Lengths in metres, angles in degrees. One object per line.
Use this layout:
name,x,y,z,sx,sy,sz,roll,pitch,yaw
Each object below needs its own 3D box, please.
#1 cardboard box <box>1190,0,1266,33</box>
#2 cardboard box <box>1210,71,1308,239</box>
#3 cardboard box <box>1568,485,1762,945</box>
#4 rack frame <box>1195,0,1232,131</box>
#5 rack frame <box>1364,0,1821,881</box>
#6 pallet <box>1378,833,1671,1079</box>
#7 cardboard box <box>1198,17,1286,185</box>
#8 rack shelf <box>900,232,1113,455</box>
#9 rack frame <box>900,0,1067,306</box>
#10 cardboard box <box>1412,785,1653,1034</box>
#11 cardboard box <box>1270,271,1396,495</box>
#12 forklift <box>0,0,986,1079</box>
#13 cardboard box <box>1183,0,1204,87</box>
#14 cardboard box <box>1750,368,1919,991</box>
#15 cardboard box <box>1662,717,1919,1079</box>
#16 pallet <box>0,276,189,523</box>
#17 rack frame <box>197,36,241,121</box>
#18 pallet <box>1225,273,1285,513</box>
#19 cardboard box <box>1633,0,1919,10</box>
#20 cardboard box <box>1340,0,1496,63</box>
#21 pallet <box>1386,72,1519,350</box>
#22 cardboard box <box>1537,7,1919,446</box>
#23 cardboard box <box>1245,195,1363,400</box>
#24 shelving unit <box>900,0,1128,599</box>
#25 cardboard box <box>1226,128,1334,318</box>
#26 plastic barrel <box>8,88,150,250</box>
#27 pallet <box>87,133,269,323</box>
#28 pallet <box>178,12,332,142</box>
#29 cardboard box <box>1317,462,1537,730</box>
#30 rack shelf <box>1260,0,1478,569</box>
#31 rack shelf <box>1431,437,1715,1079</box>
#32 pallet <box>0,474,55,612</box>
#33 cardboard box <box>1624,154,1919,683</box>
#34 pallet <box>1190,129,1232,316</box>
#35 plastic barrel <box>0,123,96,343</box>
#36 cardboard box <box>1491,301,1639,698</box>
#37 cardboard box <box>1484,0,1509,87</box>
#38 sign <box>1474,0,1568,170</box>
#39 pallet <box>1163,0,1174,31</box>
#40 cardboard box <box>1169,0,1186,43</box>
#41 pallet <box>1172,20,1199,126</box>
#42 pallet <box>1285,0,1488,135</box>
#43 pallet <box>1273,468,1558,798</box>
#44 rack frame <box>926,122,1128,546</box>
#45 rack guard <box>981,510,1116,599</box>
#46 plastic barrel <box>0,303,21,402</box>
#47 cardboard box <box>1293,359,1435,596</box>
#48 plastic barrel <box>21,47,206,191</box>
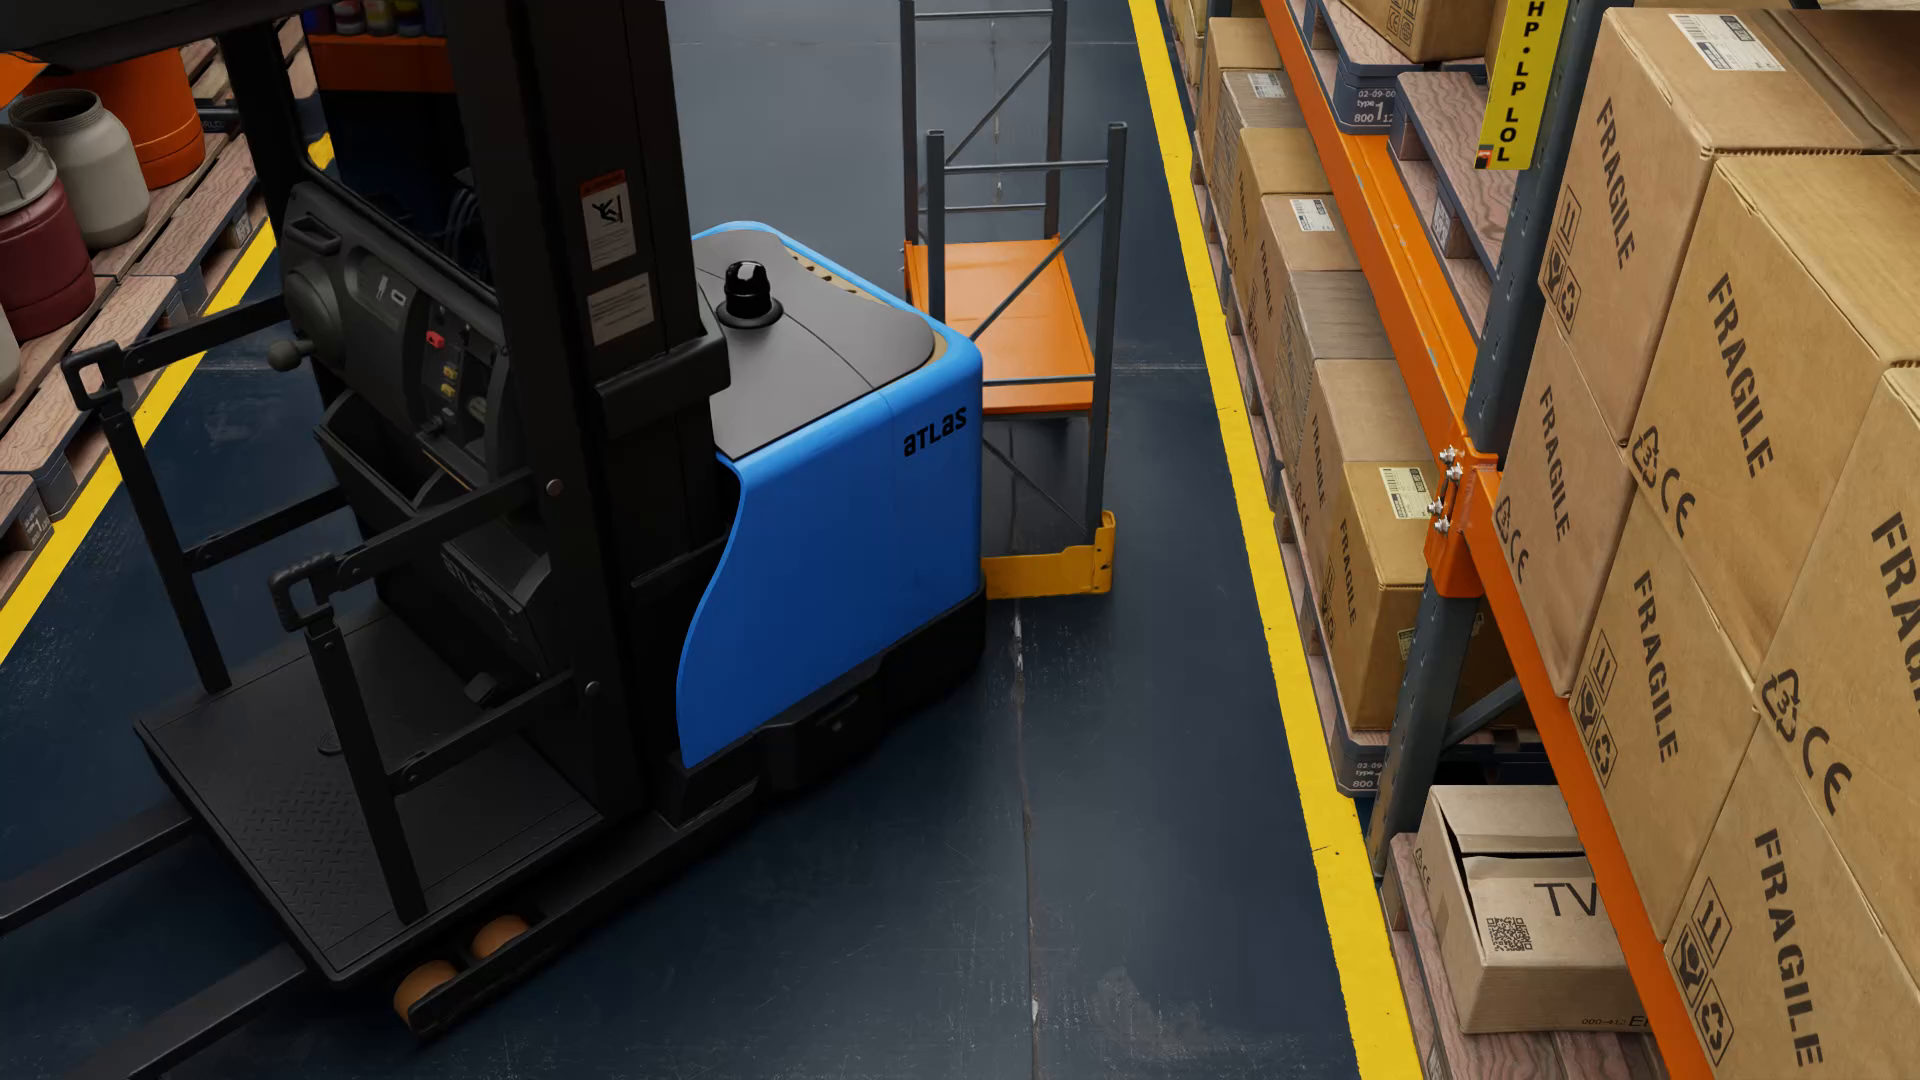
cardboard box,1.289,-2.492,7.376,0.500,0.311,0.500,1,39,1
cardboard box,1.257,-1.439,6.294,0.500,0.500,0.500,-1,39,-2
cardboard box,1.273,0.246,2.464,0.500,0.500,0.500,1,39,1
rack frame,1.536,-2.855,6.414,1.000,3.000,0.127,0,39,0
rack frame,1.541,-0.354,3.293,1.000,3.000,0.127,0,39,0
pallet,1.541,1.164,3.629,1.003,0.211,1.213,0,39,0
cardboard box,1.251,-1.767,6.703,0.500,0.500,0.500,2,39,2
rack shelf,0.118,-0.611,5.101,0.538,0.185,1.000,-3,39,-4
rack frame,0.070,-1.068,5.384,0.500,1.500,0.032,-3,39,-4
cardboard box,1.325,0.786,3.668,0.500,0.311,0.500,0,39,0
cardboard box,1.261,-0.481,5.099,0.500,0.500,0.500,0,39,1
forklift,-1.345,-0.378,3.378,3.031,2.935,1.130,-30,48,-32
cardboard box,1.292,-2.275,7.553,0.500,0.250,0.500,1,39,1
cardboard box,1.261,0.156,1.777,0.500,0.500,0.500,-1,39,-1
cardboard box,1.271,0.559,2.074,0.500,0.500,0.500,0,39,0
pallet,-3.376,-0.512,5.720,1.003,0.211,1.213,0,39,0
rack frame,-3.417,-2.854,6.413,1.000,3.000,0.127,0,39,0
pallet,1.498,-0.539,5.754,1.003,0.211,1.213,0,39,0
cardboard box,1.764,-0.853,3.500,0.700,0.500,0.500,-13,40,-15
cardboard box,1.477,-1.661,4.509,0.700,0.500,0.500,-9,40,-11
pallet,1.649,-0.779,3.976,1.003,0.211,1.213,0,39,0
cardboard box,1.260,-0.488,2.581,0.500,0.500,0.500,1,39,1
cardboard box,1.258,-0.799,5.496,0.500,0.500,0.500,-1,39,-2
shelving unit,0.119,-0.746,4.982,0.587,1.500,1.083,-3,39,-4
cardboard box,1.253,-1.125,5.903,0.500,0.500,0.500,-1,39,-1
plastic barrel,-3.310,-1.388,6.237,0.421,0.512,0.421,0,39,0
pallet,-3.375,-1.273,6.669,1.003,0.211,1.213,0,39,0
pallet,-3.379,-2.250,7.889,1.003,0.211,1.213,0,39,0
cardboard box,1.254,0.142,4.322,0.500,0.500,0.500,0,39,0
rack shelf,1.538,-1.324,5.078,1.077,0.370,4.000,0,39,0
rack shelf,1.543,1.178,1.957,1.077,0.370,4.000,0,39,0
pallet,-3.372,0.253,4.765,1.003,0.211,1.213,0,39,0
cardboard box,1.261,-0.165,2.178,0.500,0.500,0.500,-1,39,-1
pallet,1.499,-1.300,6.703,1.003,0.211,1.213,0,39,0
plastic barrel,-3.398,-1.065,5.772,0.600,0.588,0.708,0,39,0
cardboard box,1.269,-0.074,2.863,0.500,0.500,0.500,1,39,1
cardboard box,1.700,-1.283,4.037,0.700,0.500,0.500,6,39,7
sign,0.986,-0.803,2.927,0.100,0.325,0.005,0,39,0
pallet,1.576,-3.043,8.878,1.003,0.211,1.213,0,39,0
cardboard box,1.287,-2.597,7.955,0.500,0.250,0.500,0,39,-1
pallet,1.574,-2.282,7.929,1.003,0.211,1.213,0,39,0
pallet,1.543,-1.564,4.957,1.003,0.211,1.213,0,39,0
pallet,1.502,0.226,4.799,1.003,0.211,1.213,0,39,0
rack frame,0.166,-0.435,4.594,0.500,1.500,0.032,-3,39,-4
rack guard,0.166,0.052,4.986,0.587,0.250,0.087,-3,39,-4
plastic barrel,-3.308,-0.682,5.356,0.421,0.512,0.421,0,39,0
cardboard box,1.261,-0.167,4.707,0.500,0.500,0.500,0,39,0
plastic barrel,-3.400,-1.865,6.578,0.600,0.830,0.708,0,39,0
